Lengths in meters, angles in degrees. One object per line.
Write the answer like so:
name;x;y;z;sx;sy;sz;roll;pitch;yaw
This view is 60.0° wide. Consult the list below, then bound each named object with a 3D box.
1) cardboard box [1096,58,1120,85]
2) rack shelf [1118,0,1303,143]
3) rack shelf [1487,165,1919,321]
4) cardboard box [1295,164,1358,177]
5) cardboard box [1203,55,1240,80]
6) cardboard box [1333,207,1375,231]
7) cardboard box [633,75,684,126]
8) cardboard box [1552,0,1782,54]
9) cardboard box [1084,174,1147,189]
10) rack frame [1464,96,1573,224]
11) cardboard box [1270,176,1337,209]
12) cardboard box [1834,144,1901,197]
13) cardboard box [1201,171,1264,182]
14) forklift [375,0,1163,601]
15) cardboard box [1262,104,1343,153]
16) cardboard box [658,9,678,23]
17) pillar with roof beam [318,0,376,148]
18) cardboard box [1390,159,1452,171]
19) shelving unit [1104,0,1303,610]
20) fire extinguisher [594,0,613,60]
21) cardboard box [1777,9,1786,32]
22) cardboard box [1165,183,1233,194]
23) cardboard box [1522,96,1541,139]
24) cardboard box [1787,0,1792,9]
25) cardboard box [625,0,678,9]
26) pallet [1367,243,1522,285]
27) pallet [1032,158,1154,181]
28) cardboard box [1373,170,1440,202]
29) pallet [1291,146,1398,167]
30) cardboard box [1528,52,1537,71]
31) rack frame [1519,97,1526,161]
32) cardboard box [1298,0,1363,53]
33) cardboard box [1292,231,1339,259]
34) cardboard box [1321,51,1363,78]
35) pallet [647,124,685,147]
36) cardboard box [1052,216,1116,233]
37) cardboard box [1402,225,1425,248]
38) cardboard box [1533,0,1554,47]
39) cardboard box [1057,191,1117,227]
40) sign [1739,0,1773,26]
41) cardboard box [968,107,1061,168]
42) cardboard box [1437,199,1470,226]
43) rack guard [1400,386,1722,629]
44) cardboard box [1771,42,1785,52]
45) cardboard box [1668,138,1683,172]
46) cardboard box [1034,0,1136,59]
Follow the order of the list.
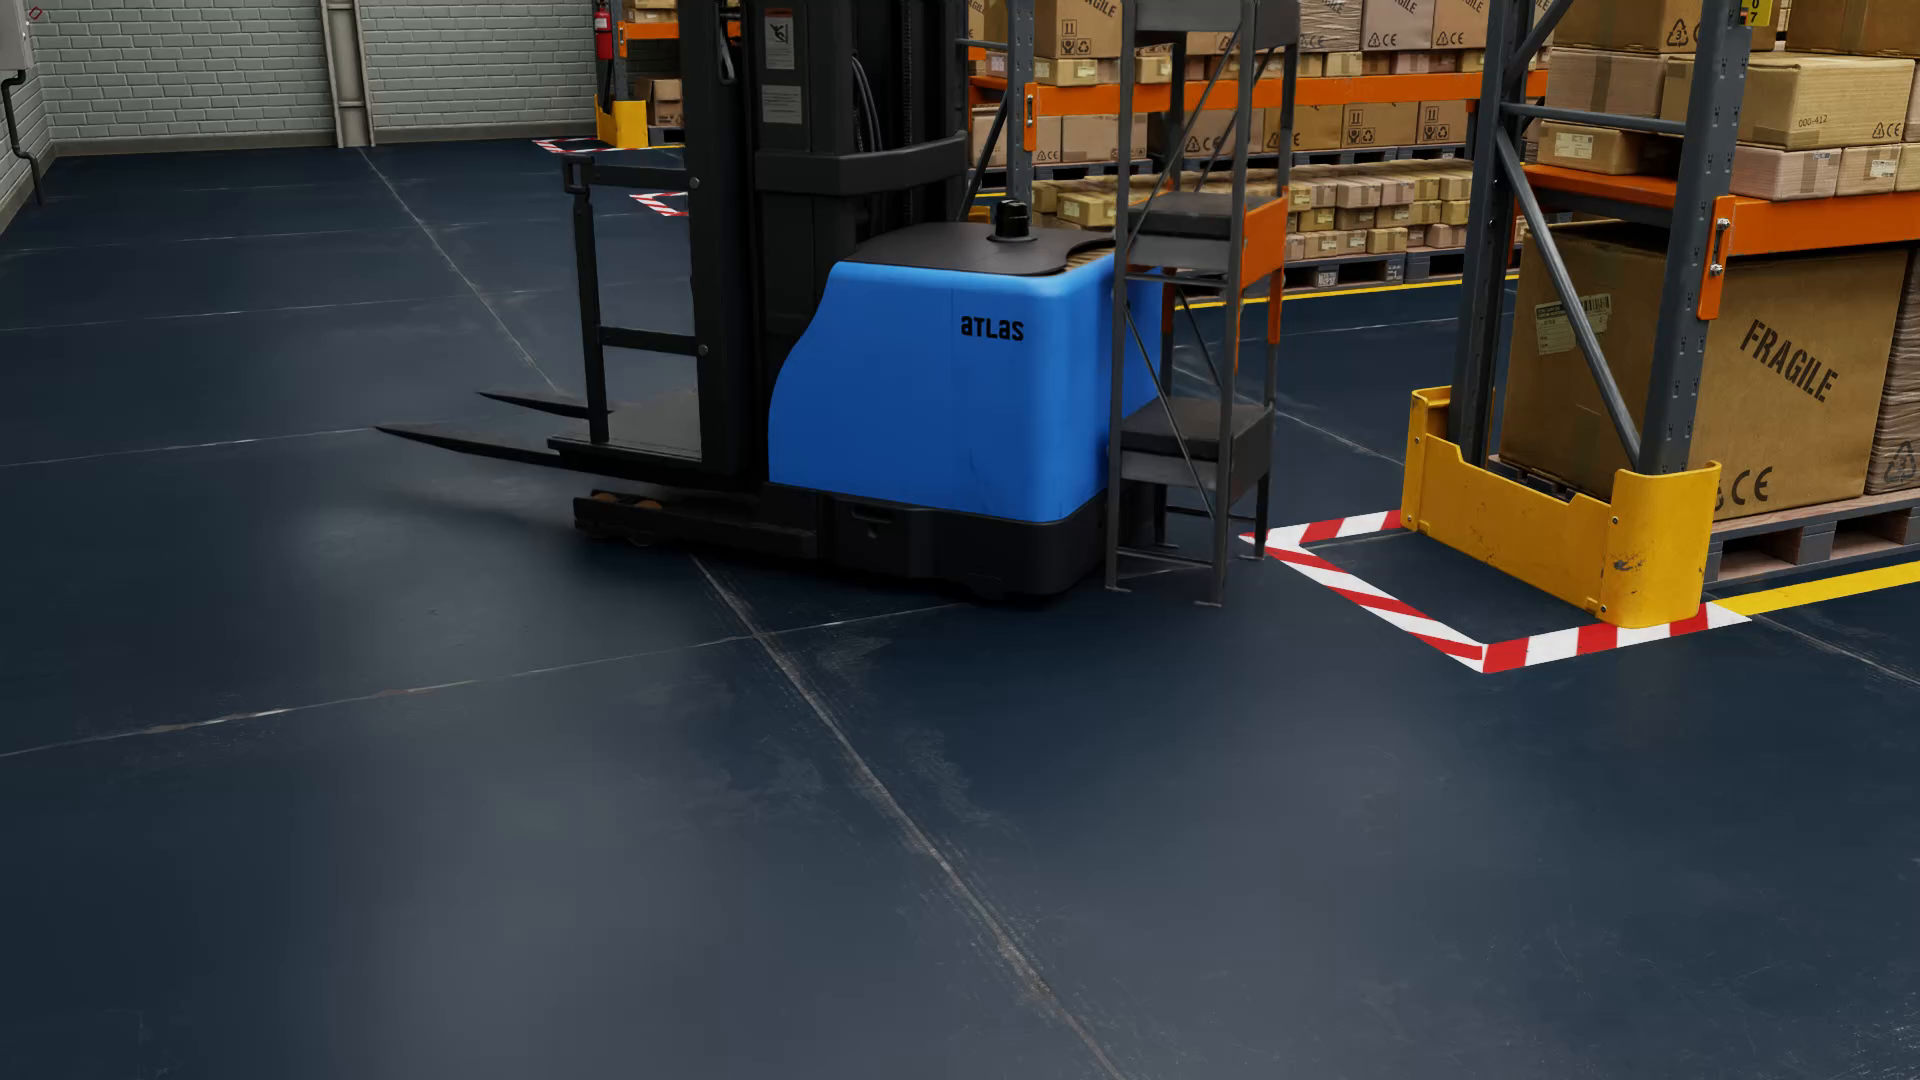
cardboard box;0.802;-2.728;9.631;0.250;0.149;0.380;-7;21;-20
rack shelf;0.773;-1.516;5.099;0.431;0.518;0.480;9;21;24
rack shelf;3.866;-1.256;6.155;4.000;0.370;1.077;-8;21;-22
cardboard box;2.447;-2.419;11.141;0.250;0.149;0.380;-8;21;-21
cardboard box;1.513;-2.851;9.981;0.250;0.149;0.380;-8;21;-22
cardboard box;2.435;-2.087;10.647;0.250;0.149;0.380;-9;21;-24
cardboard box;-3.266;-4.939;18.660;0.637;0.503;0.797;-9;21;-24
cardboard box;2.373;-1.899;5.549;0.500;0.500;0.500;-8;21;-21
cardboard box;0.984;-2.227;10.595;0.250;0.149;0.380;-9;21;-23
rack frame;3.831;-3.384;11.116;0.127;3.000;1.000;-8;21;-22
cardboard box;2.167;-2.198;10.514;0.250;0.149;0.380;-8;21;-22
cardboard box;2.721;-1.194;5.274;0.250;0.149;0.380;-8;21;-23
cardboard box;1.758;-2.295;10.788;0.250;0.149;0.380;-9;21;-24
forklift;-0.830;-1.503;5.878;3.031;2.935;1.130;9;21;24
cardboard box;3.141;-4.303;16.294;0.875;0.875;0.875;-8;21;-20
cardboard box;-3.240;-5.756;18.231;0.250;0.149;0.380;-8;21;-21
pillar with roof beam;-4.993;-7.304;13.217;0.400;9.000;9.100;-8;21;-22
cardboard box;3.156;-2.518;11.420;0.250;0.149;0.380;-7;21;-19
shelving unit;0.773;-0.868;5.327;0.431;2.100;0.503;9;21;24
fire extinguisher;-3.817;-5.494;17.788;0.183;0.674;0.296;-8;21;-22
cardboard box;5.322;-3.511;11.224;0.250;0.149;0.380;-9;21;-24
cardboard box;1.456;-2.082;10.183;0.250;0.149;0.380;-9;21;-25
cardboard box;5.973;-4.436;17.429;0.625;0.372;0.950;-10;22;-26
cardboard box;5.577;-3.689;11.282;0.250;0.149;0.380;-9;21;-23
cardboard box;-3.342;-5.914;18.080;0.500;0.250;0.500;-8;21;-22
pallet;3.228;-1.969;11.298;1.213;0.211;1.003;-8;21;-22
pallet;1.048;-3.489;15.612;1.213;0.211;1.003;-8;21;-22
cardboard box;2.893;-2.301;10.804;0.250;0.149;0.380;-7;21;-20
pallet;3.578;-3.851;16.642;1.213;0.211;1.003;-8;21;-22
cardboard box;3.468;-3.089;10.658;0.250;0.149;0.380;-9;21;-23
rack frame;5.450;-5.406;16.860;0.127;3.000;1.000;-8;21;-22
cardboard box;2.081;-3.228;10.074;0.500;0.500;0.500;-9;21;-23
cardboard box;2.181;-1.890;10.533;0.250;0.149;0.380;-8;21;-22
cardboard box;2.254;-2.929;10.202;0.250;0.149;0.380;-8;21;-21
pallet;-3.064;-4.667;18.959;1.213;0.211;1.003;-8;21;-22
cardboard box;0.741;-1.842;9.949;0.250;0.149;0.380;-7;21;-20
cardboard box;2.827;-2.021;10.906;0.250;0.149;0.380;-9;21;-23
cardboard box;3.498;-3.422;10.625;0.500;0.500;0.500;-8;21;-22
cardboard box;0.773;-1.957;9.828;0.250;0.149;0.380;-9;21;-24
sign;2.244;-1.607;4.648;0.005;0.325;0.100;-8;21;-22
cardboard box;0.336;-3.702;15.245;0.875;0.438;0.875;-9;21;-24
cardboard box;3.185;-2.159;10.850;0.250;0.149;0.380;-9;21;-24
rack guard;2.008;-0.150;5.694;0.348;0.500;1.175;-8;21;-22
cardboard box;2.835;-1.613;5.863;0.500;0.250;0.500;-9;21;-23
cardboard box;2.464;-1.395;5.847;0.250;0.149;0.380;-8;21;-21
cardboard box;0.679;-3.020;9.484;0.500;0.500;0.500;-7;21;-19
